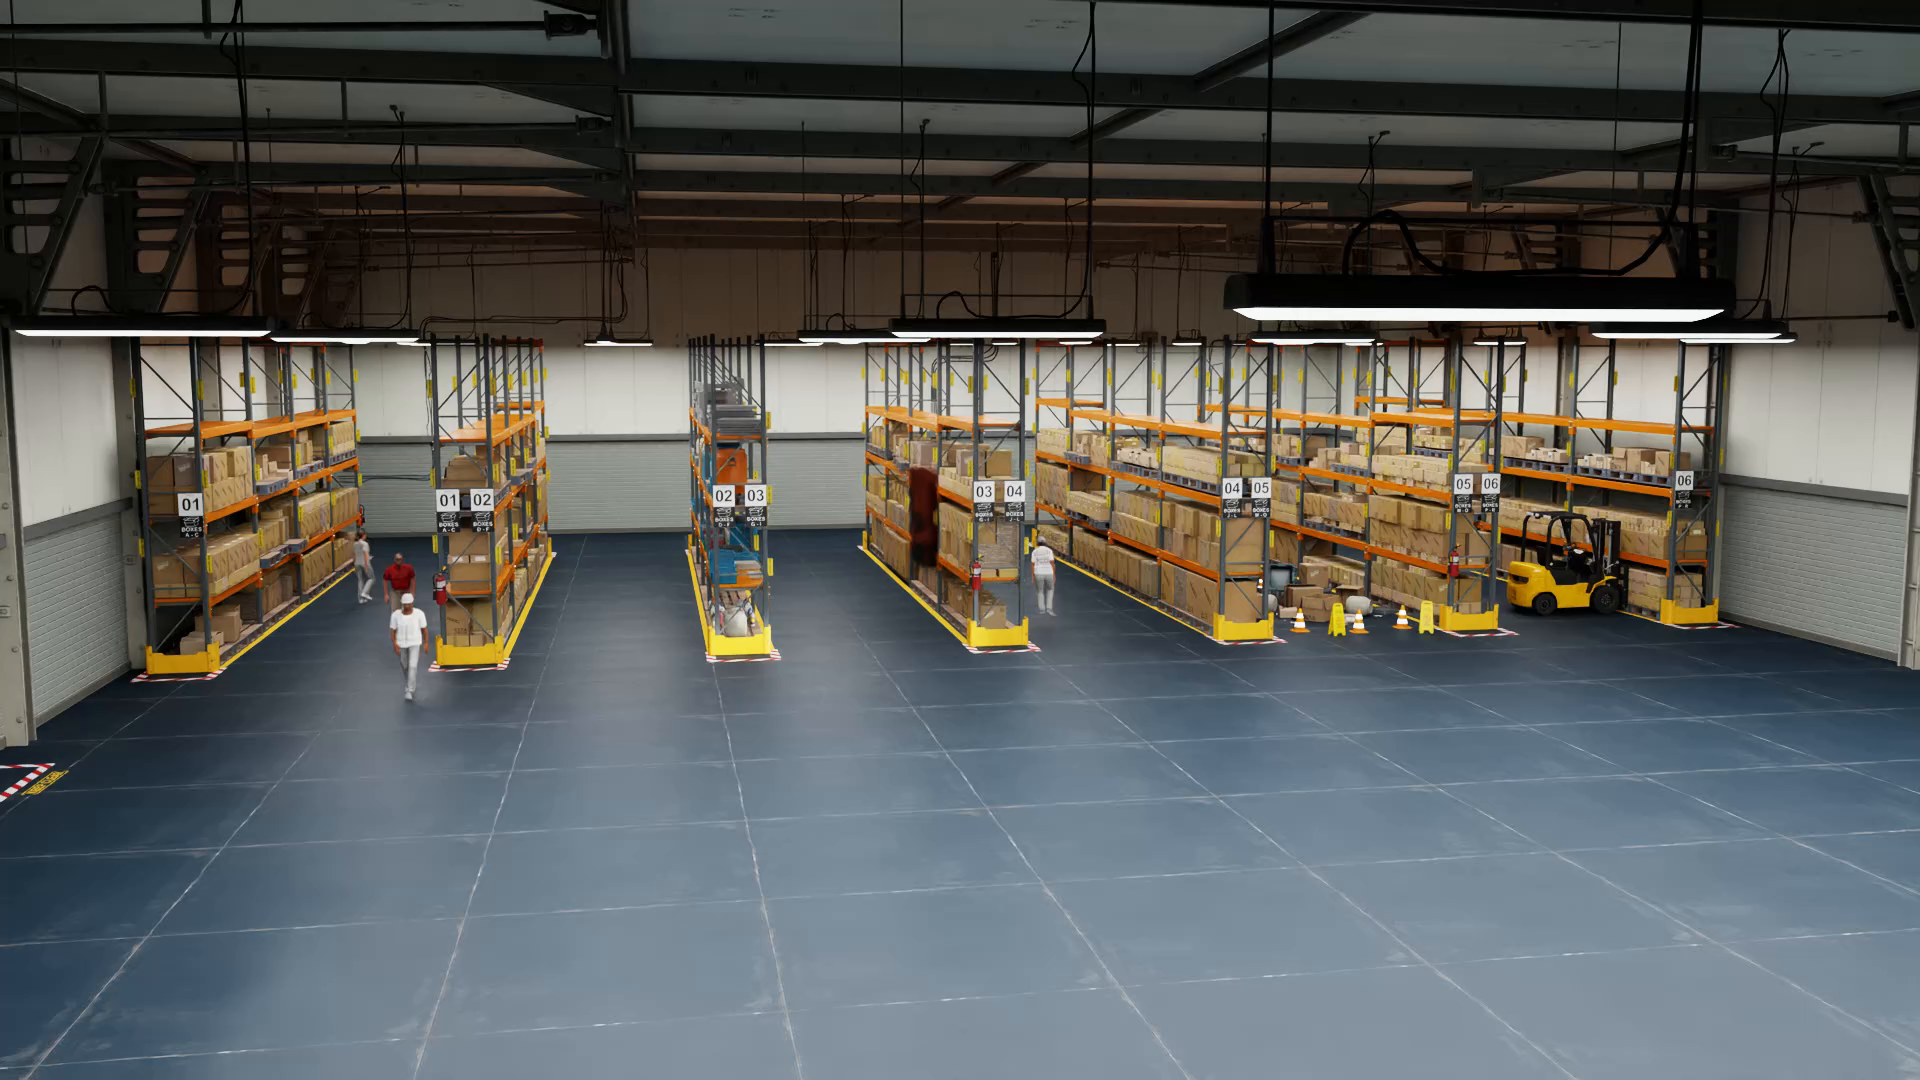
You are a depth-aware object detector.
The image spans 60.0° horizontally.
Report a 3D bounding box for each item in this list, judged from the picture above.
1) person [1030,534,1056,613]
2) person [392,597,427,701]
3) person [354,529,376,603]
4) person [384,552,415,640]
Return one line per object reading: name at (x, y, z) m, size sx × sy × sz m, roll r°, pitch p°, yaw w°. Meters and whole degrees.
person at (1.716, 0.687, 34.581) m, size 0.540 × 1.612 × 0.907 m, roll 0°, pitch 7°, yaw -2°
person at (-9.061, 1.773, 27.392) m, size 0.551 × 1.672 × 1.043 m, roll -2°, pitch 7°, yaw -19°
person at (-13.491, 0.598, 37.531) m, size 0.456 × 1.687 × 0.438 m, roll 2°, pitch 7°, yaw 16°
person at (-11.142, 1.091, 33.073) m, size 0.638 × 1.737 × 0.559 m, roll -5°, pitch 8°, yaw -36°
